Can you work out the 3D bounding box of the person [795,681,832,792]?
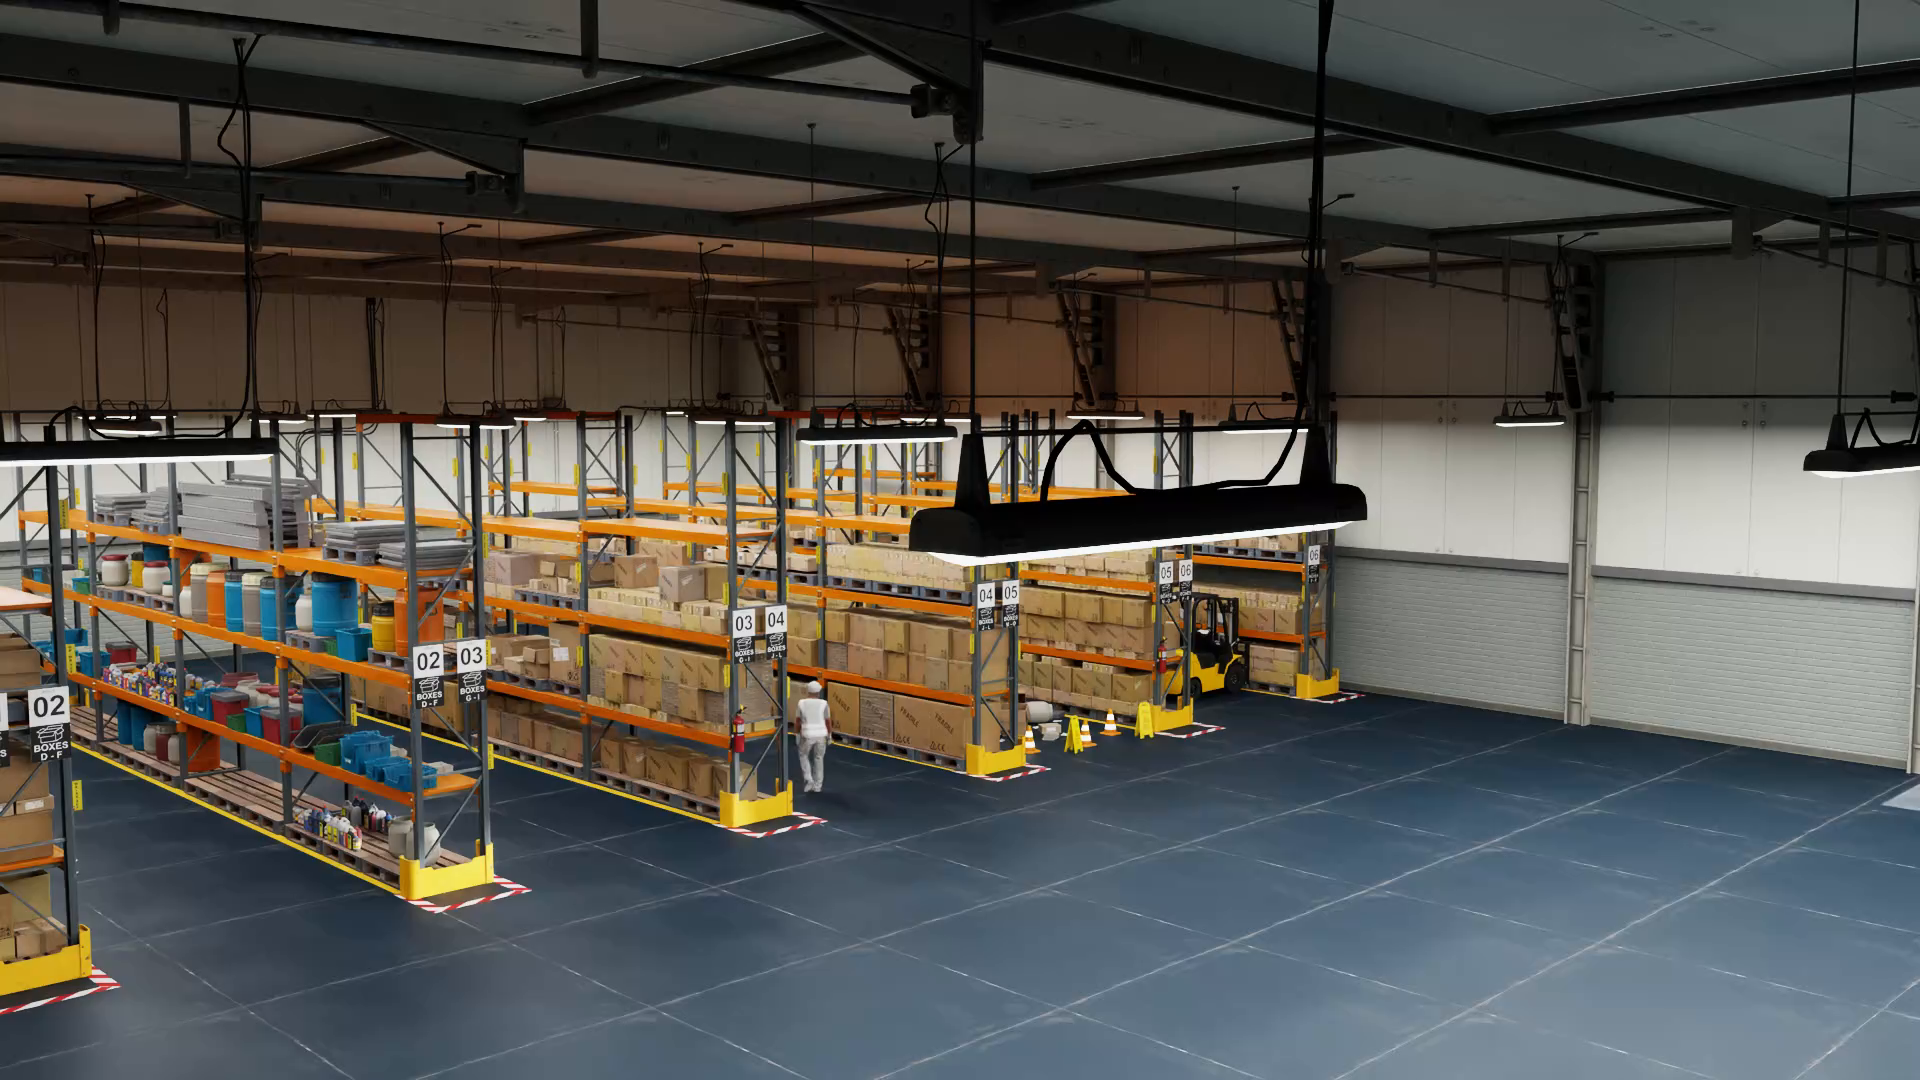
[{"bbox_3d":[-2.329,3.125,26.509,0.582,1.788,0.466,-1,5,-15],"label":"person"}]
